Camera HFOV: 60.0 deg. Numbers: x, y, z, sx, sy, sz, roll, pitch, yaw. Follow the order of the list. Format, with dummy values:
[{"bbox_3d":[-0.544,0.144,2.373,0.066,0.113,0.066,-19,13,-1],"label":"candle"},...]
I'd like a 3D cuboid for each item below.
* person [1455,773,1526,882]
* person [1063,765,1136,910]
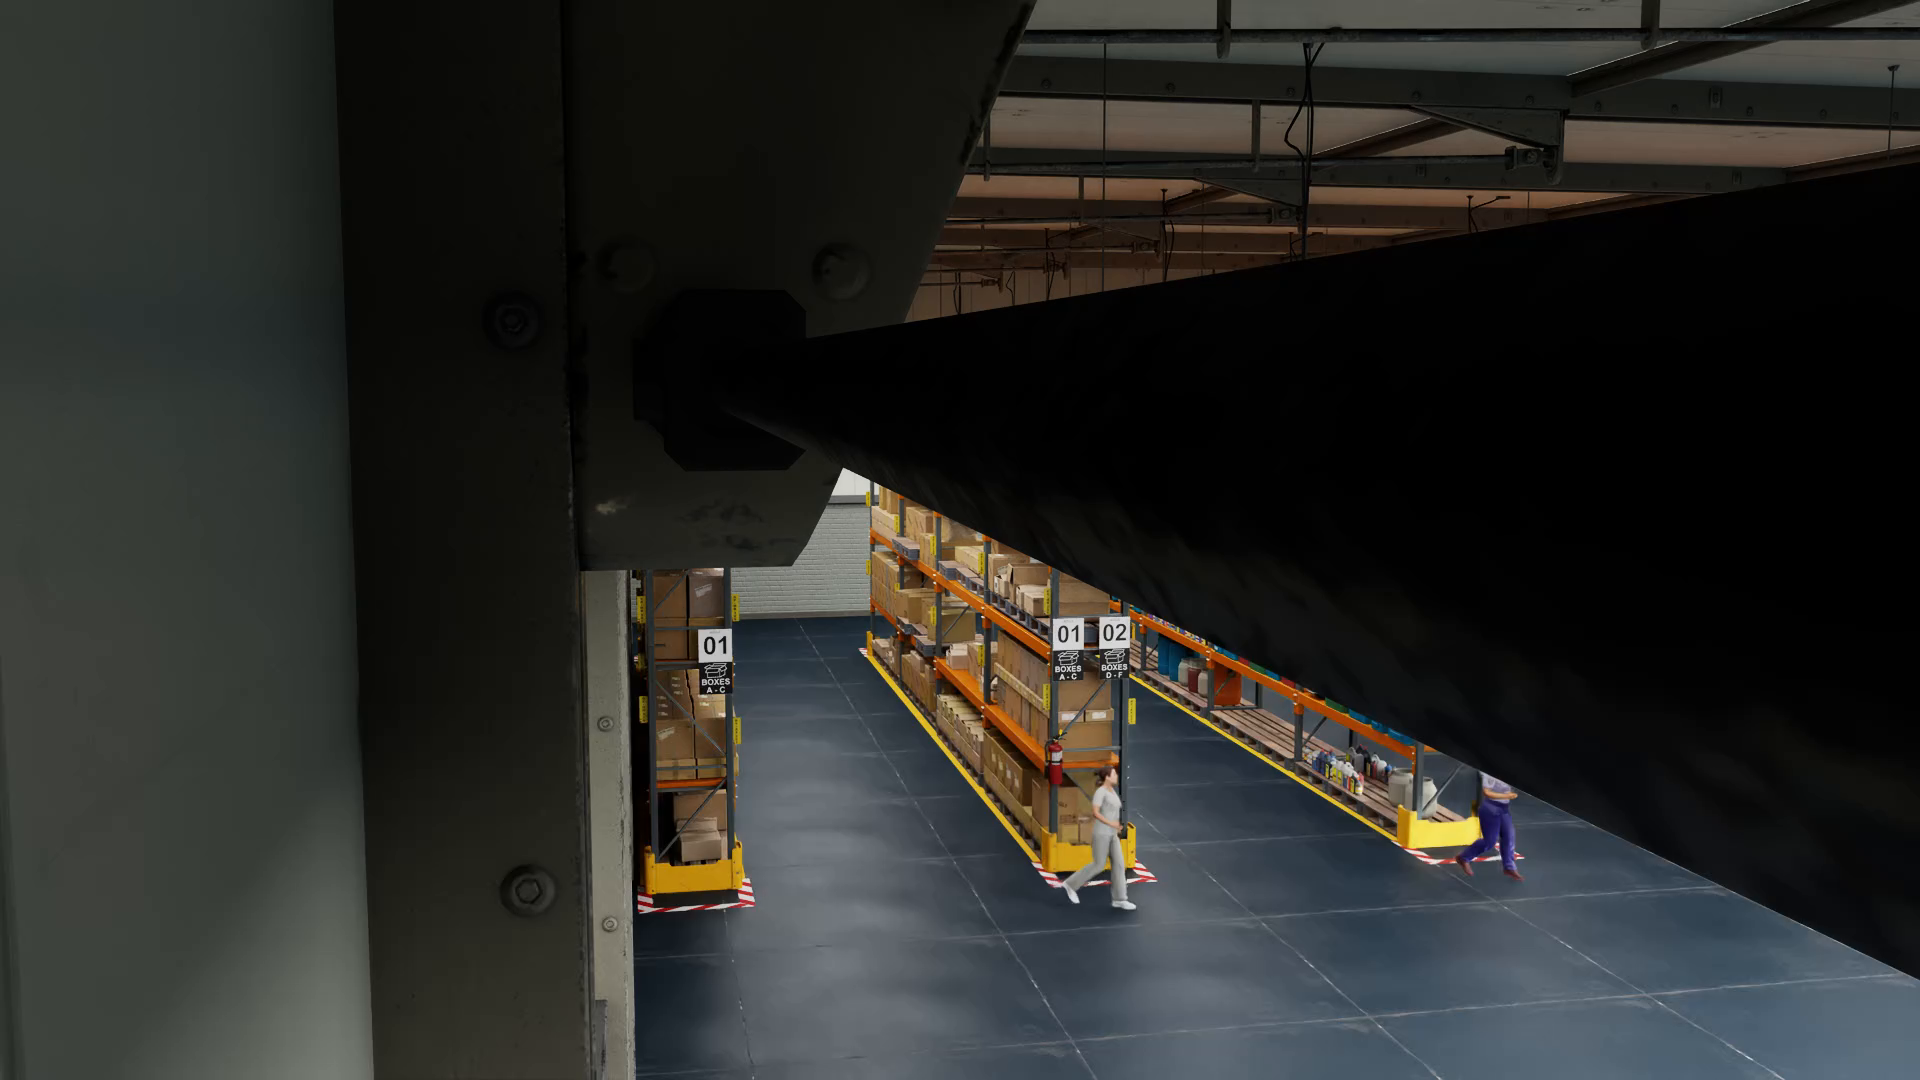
[{"bbox_3d":[6.592,3.373,20.503,0.783,1.678,0.630,3,6,23],"label":"person"},{"bbox_3d":[1.718,3.453,19.569,0.893,1.637,0.633,3,7,25],"label":"person"}]
